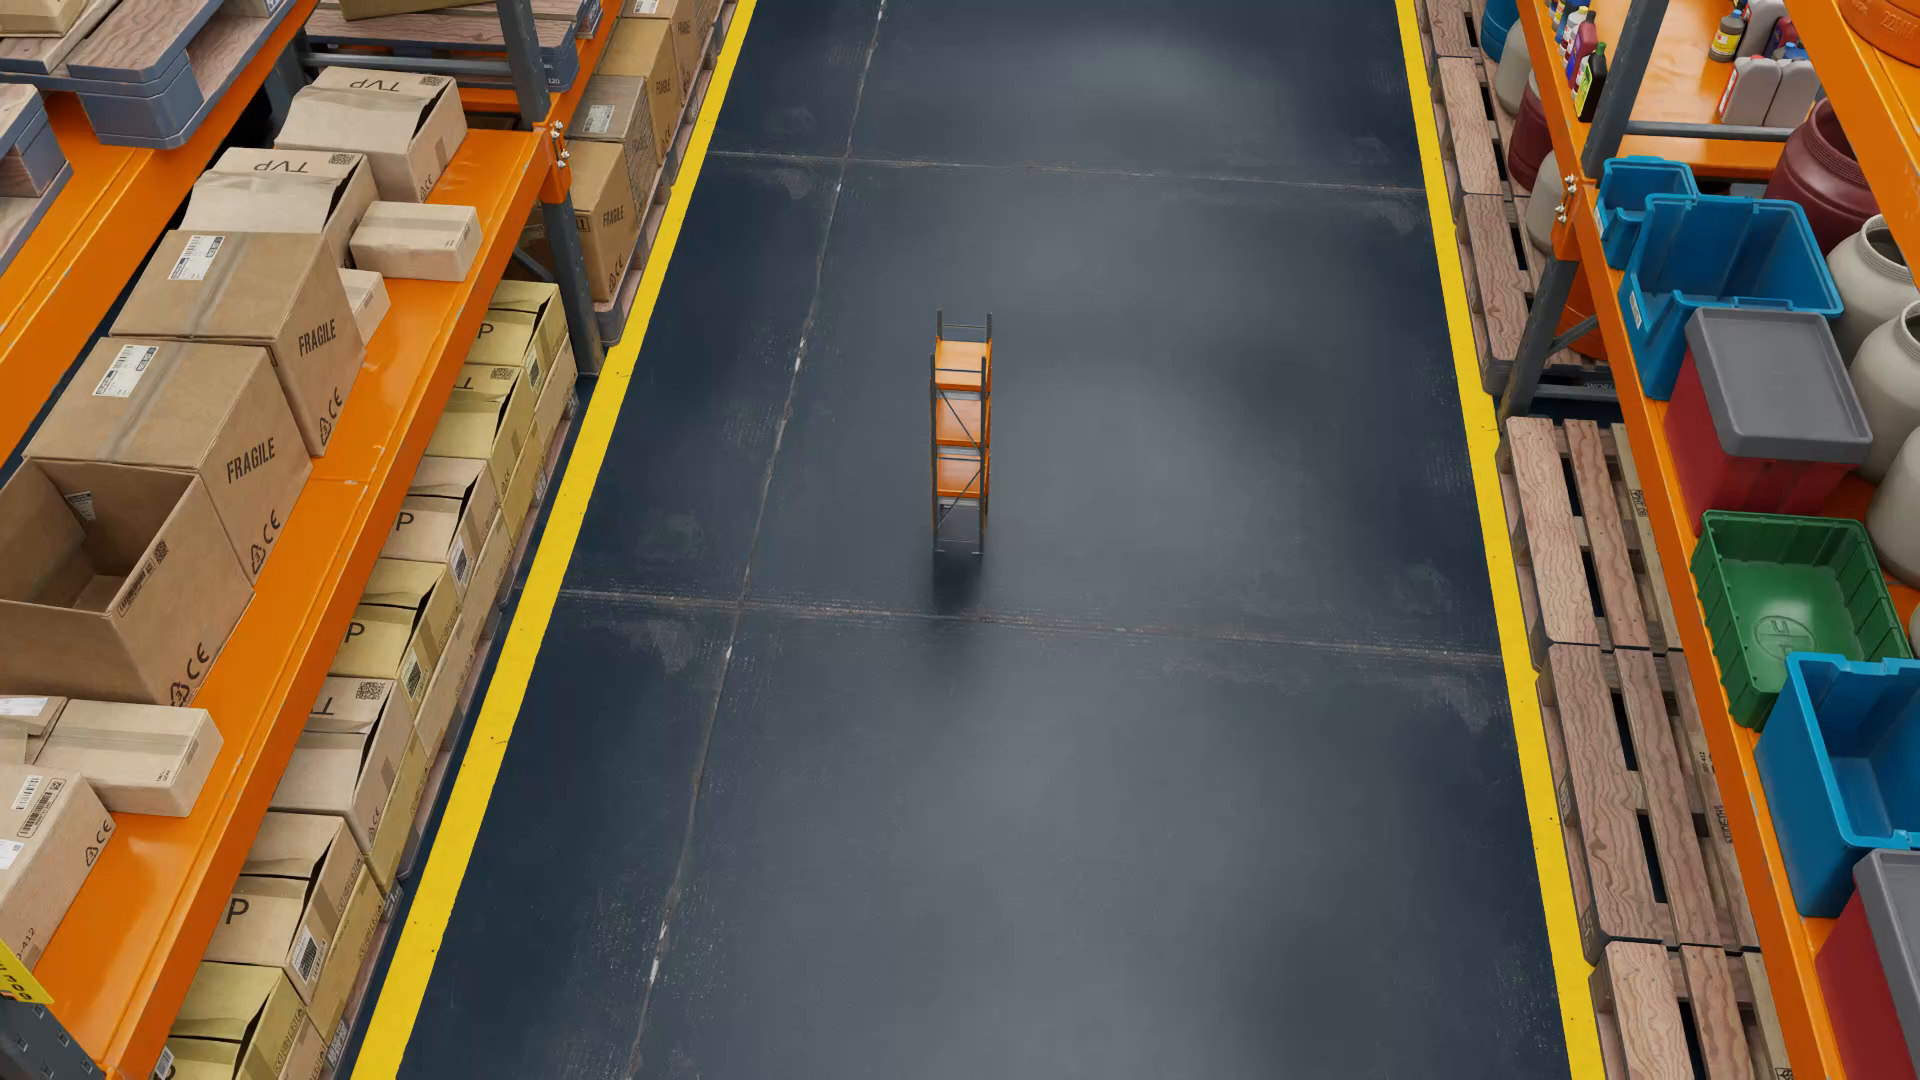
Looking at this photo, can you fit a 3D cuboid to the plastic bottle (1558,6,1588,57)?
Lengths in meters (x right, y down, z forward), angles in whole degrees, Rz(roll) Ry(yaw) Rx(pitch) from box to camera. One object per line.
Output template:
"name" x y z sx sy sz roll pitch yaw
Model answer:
"plastic bottle" 2.501 -2.063 6.739 0.097 0.201 0.097 0 48 0

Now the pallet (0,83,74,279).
"pallet" -2.399 -0.473 3.247 0.805 0.209 1.217 2 48 2

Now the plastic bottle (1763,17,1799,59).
"plastic bottle" 3.267 -1.975 6.603 0.061 0.283 0.133 4 48 4

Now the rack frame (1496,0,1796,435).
"rack frame" 2.830 -1.480 6.071 1.000 3.000 0.127 4 48 4

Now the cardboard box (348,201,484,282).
"cardboard box" -1.909 -1.051 5.849 0.380 0.149 0.250 4 48 4

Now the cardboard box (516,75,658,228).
"cardboard box" -1.734 -1.821 7.778 0.500 0.500 0.500 2 48 2

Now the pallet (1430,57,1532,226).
"pallet" 2.974 -2.015 8.450 1.003 0.211 1.213 4 48 4

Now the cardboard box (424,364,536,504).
"cardboard box" -1.946 -0.435 6.314 0.500 0.311 0.500 3 48 3

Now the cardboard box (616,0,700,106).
"cardboard box" -1.641 -2.573 8.466 0.500 0.500 0.500 2 48 2

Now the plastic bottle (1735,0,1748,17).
"plastic bottle" 3.211 -2.160 6.780 0.097 0.271 0.097 0 48 0

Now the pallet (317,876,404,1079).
"pallet" -2.439 1.521 5.216 1.003 0.211 1.213 4 48 4

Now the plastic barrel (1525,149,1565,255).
"plastic barrel" 2.820 -1.563 7.549 0.421 0.512 0.421 0 48 0

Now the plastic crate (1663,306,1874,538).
"plastic crate" 2.378 -0.334 4.980 0.402 0.464 0.583 4 48 4

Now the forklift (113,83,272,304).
"forklift" -4.447 -2.239 6.812 1.130 2.935 3.031 10 48 9

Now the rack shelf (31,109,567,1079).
"rack shelf" -2.285 -0.103 5.299 1.077 0.370 4.000 4 48 4

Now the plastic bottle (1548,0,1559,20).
"plastic bottle" 2.527 -2.302 6.909 0.097 0.271 0.097 0 48 0

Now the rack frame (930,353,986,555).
"rack frame" -0.006 -0.304 6.317 0.200 1.050 0.008 4 48 4

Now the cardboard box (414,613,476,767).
"cardboard box" -2.044 0.500 5.839 0.500 0.250 0.500 5 48 4

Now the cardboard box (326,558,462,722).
"cardboard box" -2.042 0.304 5.638 0.500 0.311 0.500 5 48 5

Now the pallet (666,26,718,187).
"pallet" -1.883 -2.315 8.724 1.003 0.211 1.213 4 48 4

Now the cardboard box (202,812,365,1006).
"cardboard box" -2.130 1.066 4.941 0.500 0.311 0.500 3 48 3

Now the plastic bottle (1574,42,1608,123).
"plastic bottle" 2.442 -1.766 6.412 0.061 0.283 0.133 4 48 4

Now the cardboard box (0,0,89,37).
"cardboard box" -2.232 -1.381 3.764 0.500 0.250 0.500 0 48 0

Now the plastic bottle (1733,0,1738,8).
"plastic bottle" 3.312 -2.342 6.938 0.061 0.283 0.133 4 48 4

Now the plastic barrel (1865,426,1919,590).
"plastic barrel" 2.877 -0.132 4.746 0.433 0.535 0.433 0 48 0

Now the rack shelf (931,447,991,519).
"rack shelf" 0.005 -0.199 6.611 0.215 0.259 0.240 4 48 4

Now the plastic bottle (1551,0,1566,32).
"plastic bottle" 2.518 -2.206 6.870 0.097 0.201 0.097 0 48 0

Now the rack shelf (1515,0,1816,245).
"rack shelf" 3.012 -2.707 7.680 1.077 0.370 4.000 4 48 4

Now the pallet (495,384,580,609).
"pallet" -2.216 -0.272 6.856 1.003 0.211 1.213 4 48 4

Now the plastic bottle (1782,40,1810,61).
"plastic bottle" 3.229 -1.816 6.465 0.097 0.271 0.097 0 48 0

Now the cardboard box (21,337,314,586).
"cardboard box" -2.287 -0.228 4.858 0.500 0.500 0.500 4 48 4

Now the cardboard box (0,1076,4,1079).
"cardboard box" -2.716 1.404 4.632 0.500 0.311 0.500 4 48 4

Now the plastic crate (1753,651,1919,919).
"plastic crate" 2.256 0.633 4.149 0.392 0.384 0.575 4 48 4

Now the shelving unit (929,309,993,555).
"shelving unit" 0.005 -0.394 6.399 0.215 1.050 0.252 4 48 4

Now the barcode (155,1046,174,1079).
"barcode" -2.029 1.335 4.241 0.001 0.075 0.075 4 48 4

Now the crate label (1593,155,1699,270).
"crate label" 2.418 -1.139 5.872 0.303 0.233 0.416 4 48 4

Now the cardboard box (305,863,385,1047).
"cardboard box" -2.136 1.255 5.148 0.500 0.250 0.500 5 48 5

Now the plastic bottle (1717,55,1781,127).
"plastic bottle" 3.040 -1.744 6.397 0.152 0.276 0.135 4 48 4

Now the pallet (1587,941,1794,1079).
"pallet" 2.498 1.821 4.941 1.003 0.211 1.213 4 48 4

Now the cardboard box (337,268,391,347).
"cardboard box" -2.163 -0.790 5.610 0.380 0.149 0.250 7 48 6

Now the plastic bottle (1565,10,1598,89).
"plastic bottle" 2.463 -1.936 6.567 0.061 0.283 0.133 4 48 4

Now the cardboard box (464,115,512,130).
"cardboard box" -2.250 -2.118 7.542 0.500 0.250 0.500 6 48 5

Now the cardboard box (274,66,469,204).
"cardboard box" -2.179 -1.521 6.169 0.500 0.311 0.500 7 48 6

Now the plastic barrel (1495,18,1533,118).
"plastic barrel" 2.923 -2.393 8.308 0.421 0.512 0.421 0 48 0

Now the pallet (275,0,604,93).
"pallet" -2.111 -2.254 6.909 1.213 0.211 1.003 4 48 4

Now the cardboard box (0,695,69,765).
"cardboard box" -2.570 0.511 4.341 0.396 0.266 0.258 3 48 3

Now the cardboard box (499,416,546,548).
"cardboard box" -1.951 -0.247 6.522 0.500 0.250 0.500 3 48 3

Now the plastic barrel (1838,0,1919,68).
"plastic barrel" 2.479 -1.568 3.827 0.600 0.830 0.708 4 48 4

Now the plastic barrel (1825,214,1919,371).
"plastic barrel" 2.949 -0.747 5.325 0.421 0.512 0.421 0 48 0

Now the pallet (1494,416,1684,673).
"pallet" 2.721 0.028 6.581 1.003 0.211 1.213 4 48 4
